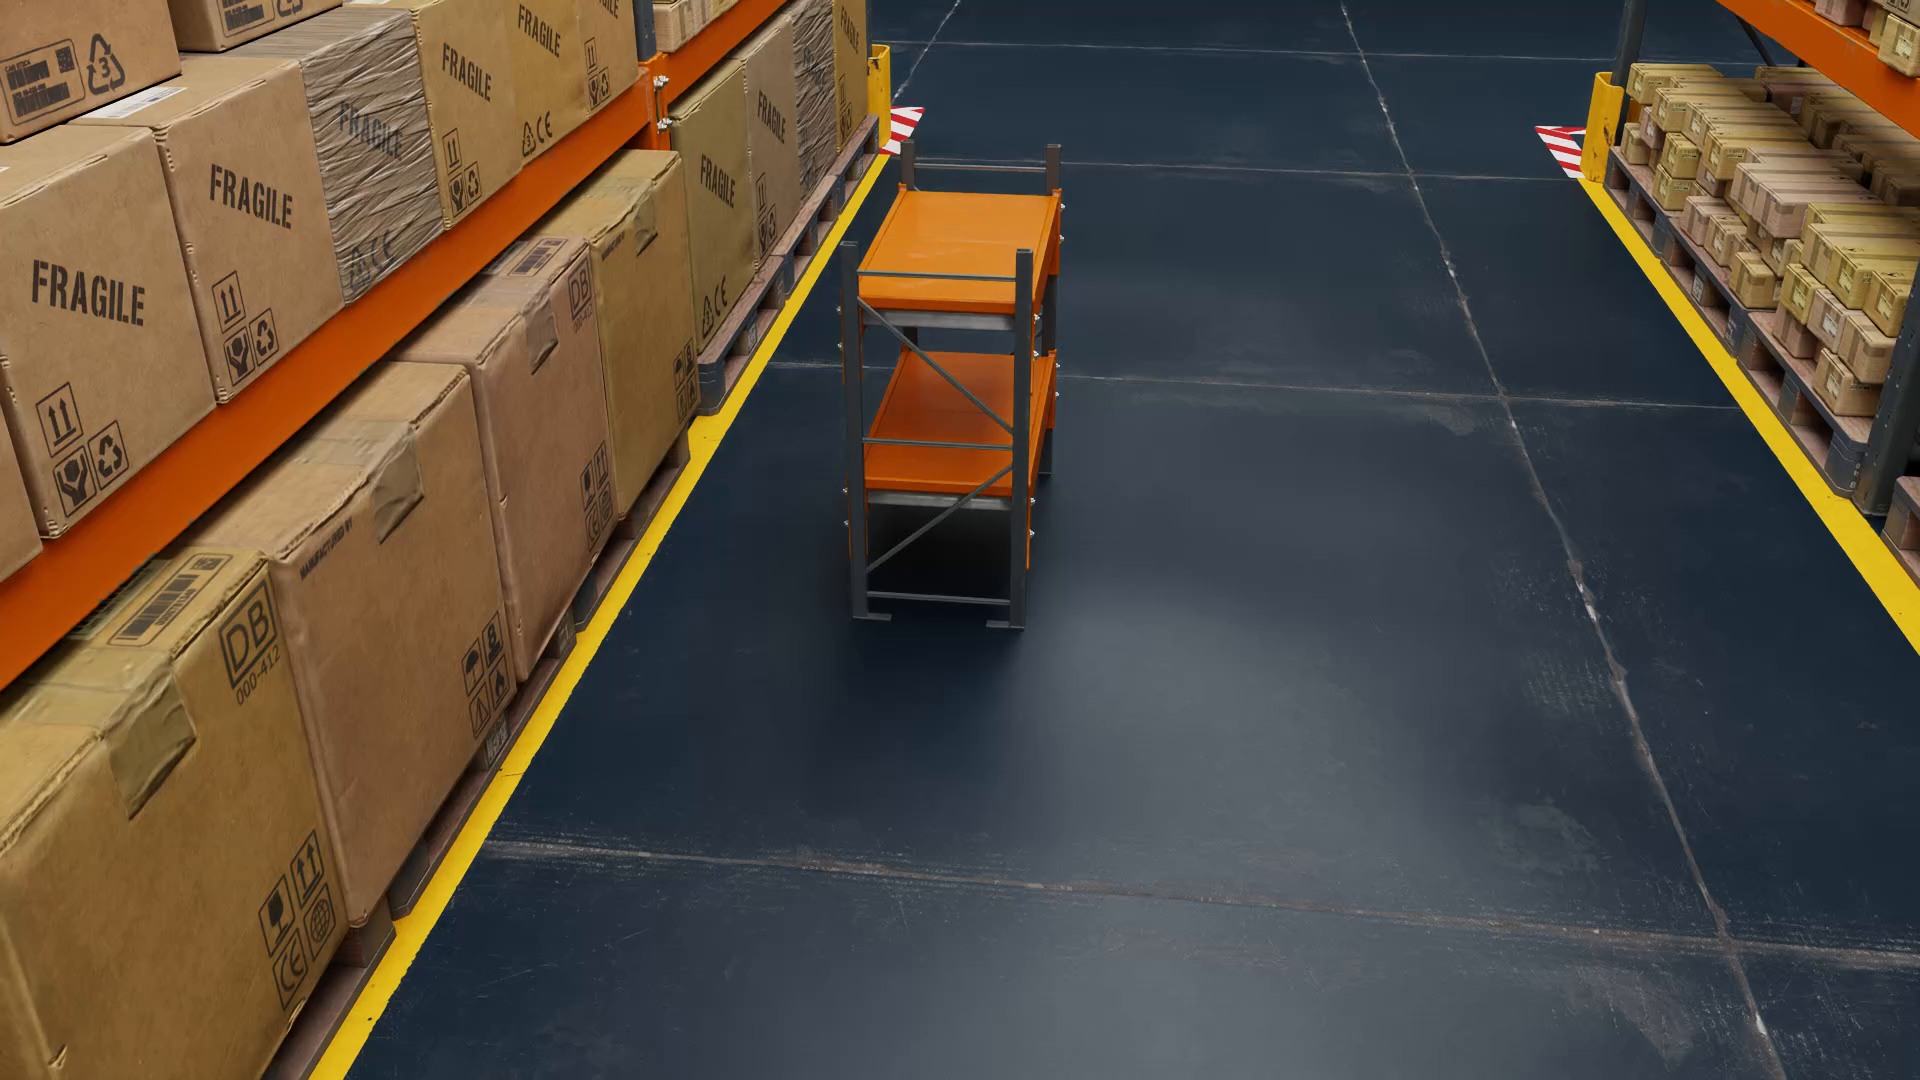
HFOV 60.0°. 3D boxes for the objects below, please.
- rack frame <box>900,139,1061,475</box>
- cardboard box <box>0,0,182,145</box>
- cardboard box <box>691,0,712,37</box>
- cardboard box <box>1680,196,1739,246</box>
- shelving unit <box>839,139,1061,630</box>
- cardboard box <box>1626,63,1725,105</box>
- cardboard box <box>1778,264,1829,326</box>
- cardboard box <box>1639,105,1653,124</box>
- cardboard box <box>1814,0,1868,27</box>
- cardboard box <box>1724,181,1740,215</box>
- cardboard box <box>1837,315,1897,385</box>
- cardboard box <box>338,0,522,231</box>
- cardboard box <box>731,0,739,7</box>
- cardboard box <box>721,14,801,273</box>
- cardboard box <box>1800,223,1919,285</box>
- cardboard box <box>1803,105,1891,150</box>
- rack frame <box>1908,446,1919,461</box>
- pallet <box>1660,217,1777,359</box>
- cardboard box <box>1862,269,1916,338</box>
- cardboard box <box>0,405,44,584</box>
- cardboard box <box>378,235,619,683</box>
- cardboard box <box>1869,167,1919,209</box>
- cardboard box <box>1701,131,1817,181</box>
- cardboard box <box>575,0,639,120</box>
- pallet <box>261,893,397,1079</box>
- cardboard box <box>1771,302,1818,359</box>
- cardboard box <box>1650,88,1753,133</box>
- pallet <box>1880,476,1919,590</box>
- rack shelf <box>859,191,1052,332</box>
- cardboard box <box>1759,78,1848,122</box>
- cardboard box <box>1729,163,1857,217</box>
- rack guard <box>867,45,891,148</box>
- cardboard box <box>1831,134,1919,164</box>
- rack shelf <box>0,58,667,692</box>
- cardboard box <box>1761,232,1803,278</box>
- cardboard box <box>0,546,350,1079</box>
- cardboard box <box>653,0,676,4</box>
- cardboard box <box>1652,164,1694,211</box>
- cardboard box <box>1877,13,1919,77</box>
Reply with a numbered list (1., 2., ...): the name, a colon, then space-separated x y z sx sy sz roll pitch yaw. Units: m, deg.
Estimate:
1. rack frame: 0.063 -0.738 5.433 0.500 1.125 0.032 3 28 6
2. cardboard box: -1.784 -0.981 2.746 0.797 0.503 0.637 4 29 7
3. cardboard box: -1.084 -1.862 5.808 0.380 0.149 0.250 2 28 5
4. cardboard box: 3.368 -1.381 7.213 0.380 0.149 0.250 2 28 4
5. shelving unit: 0.001 -0.498 4.989 0.538 1.125 1.048 3 28 6
6. cardboard box: 3.516 -2.241 8.182 0.380 0.149 0.250 2 28 4
7. cardboard box: 3.187 -0.876 5.962 0.380 0.149 0.250 2 28 4
8. cardboard box: 3.599 -2.105 8.244 0.380 0.149 0.250 5 29 8
9. cardboard box: 3.305 -1.930 5.935 0.380 0.149 0.250 2 28 4
10. cardboard box: 3.498 -1.484 7.091 0.380 0.149 0.250 5 29 9
11. cardboard box: 3.151 -0.621 5.489 0.380 0.149 0.250 4 29 7
12. cardboard box: -1.393 -1.058 3.946 0.500 0.500 0.500 3 28 6
13. cardboard box: -1.022 -2.110 6.268 0.380 0.149 0.250 3 28 5
14. cardboard box: -1.212 -1.708 7.055 0.875 0.875 0.875 3 28 6
15. cardboard box: 3.228 -1.008 5.893 0.380 0.149 0.250 3 28 6
16. cardboard box: 4.016 -1.841 7.441 0.380 0.149 0.250 2 28 4
17. rack frame: 3.424 -1.393 4.673 0.949 2.616 0.053 3 28 6
18. pallet: 3.622 -1.059 6.994 1.003 0.211 1.213 3 28 6
19. cardboard box: 3.213 -0.767 5.448 0.380 0.149 0.250 4 29 8
20. cardboard box: -1.643 -0.103 2.173 0.500 0.500 0.500 4 29 8
21. cardboard box: -1.650 -0.255 4.359 1.225 0.875 0.875 2 28 4
22. cardboard box: 3.823 -1.355 6.539 0.380 0.149 0.250 2 28 4
23. cardboard box: 3.375 -1.620 7.030 0.380 0.149 0.250 4 29 7
24. cardboard box: -1.269 -1.537 4.835 0.500 0.500 0.500 3 29 6
25. pallet: -1.801 1.015 3.144 1.003 0.211 1.213 3 28 6
26. cardboard box: 3.221 -0.773 6.085 0.380 0.149 0.250 2 28 5
27. cardboard box: 3.444 -1.993 7.722 0.380 0.149 0.250 3 28 6
28. pallet: 3.334 0.201 4.654 1.003 0.211 1.213 3 28 6
29. rack shelf: 0.001 -0.821 4.816 0.459 0.093 0.952 3 28 6
30. cardboard box: 4.017 -2.089 7.900 0.380 0.149 0.250 4 29 7
31. cardboard box: 3.300 -1.386 6.595 0.380 0.149 0.250 2 28 4
32. rack guard: -0.989 -2.523 9.405 1.175 0.500 0.348 3 28 6
33. cardboard box: 3.896 -1.594 6.982 0.380 0.149 0.250 2 28 4
34. rack shelf: -1.728 -0.471 3.720 1.077 0.370 4.000 3 28 6
35. cardboard box: 3.327 -1.109 6.396 0.380 0.149 0.250 4 29 7
36. cardboard box: -1.867 0.581 2.807 1.225 0.875 0.875 2 28 4
37. cardboard box: -1.165 -2.000 5.644 0.500 0.250 0.500 3 28 5
38. cardboard box: 3.421 -1.618 7.655 0.380 0.149 0.250 4 29 7
39. cardboard box: 3.154 -1.558 5.244 0.380 0.149 0.250 3 28 5
